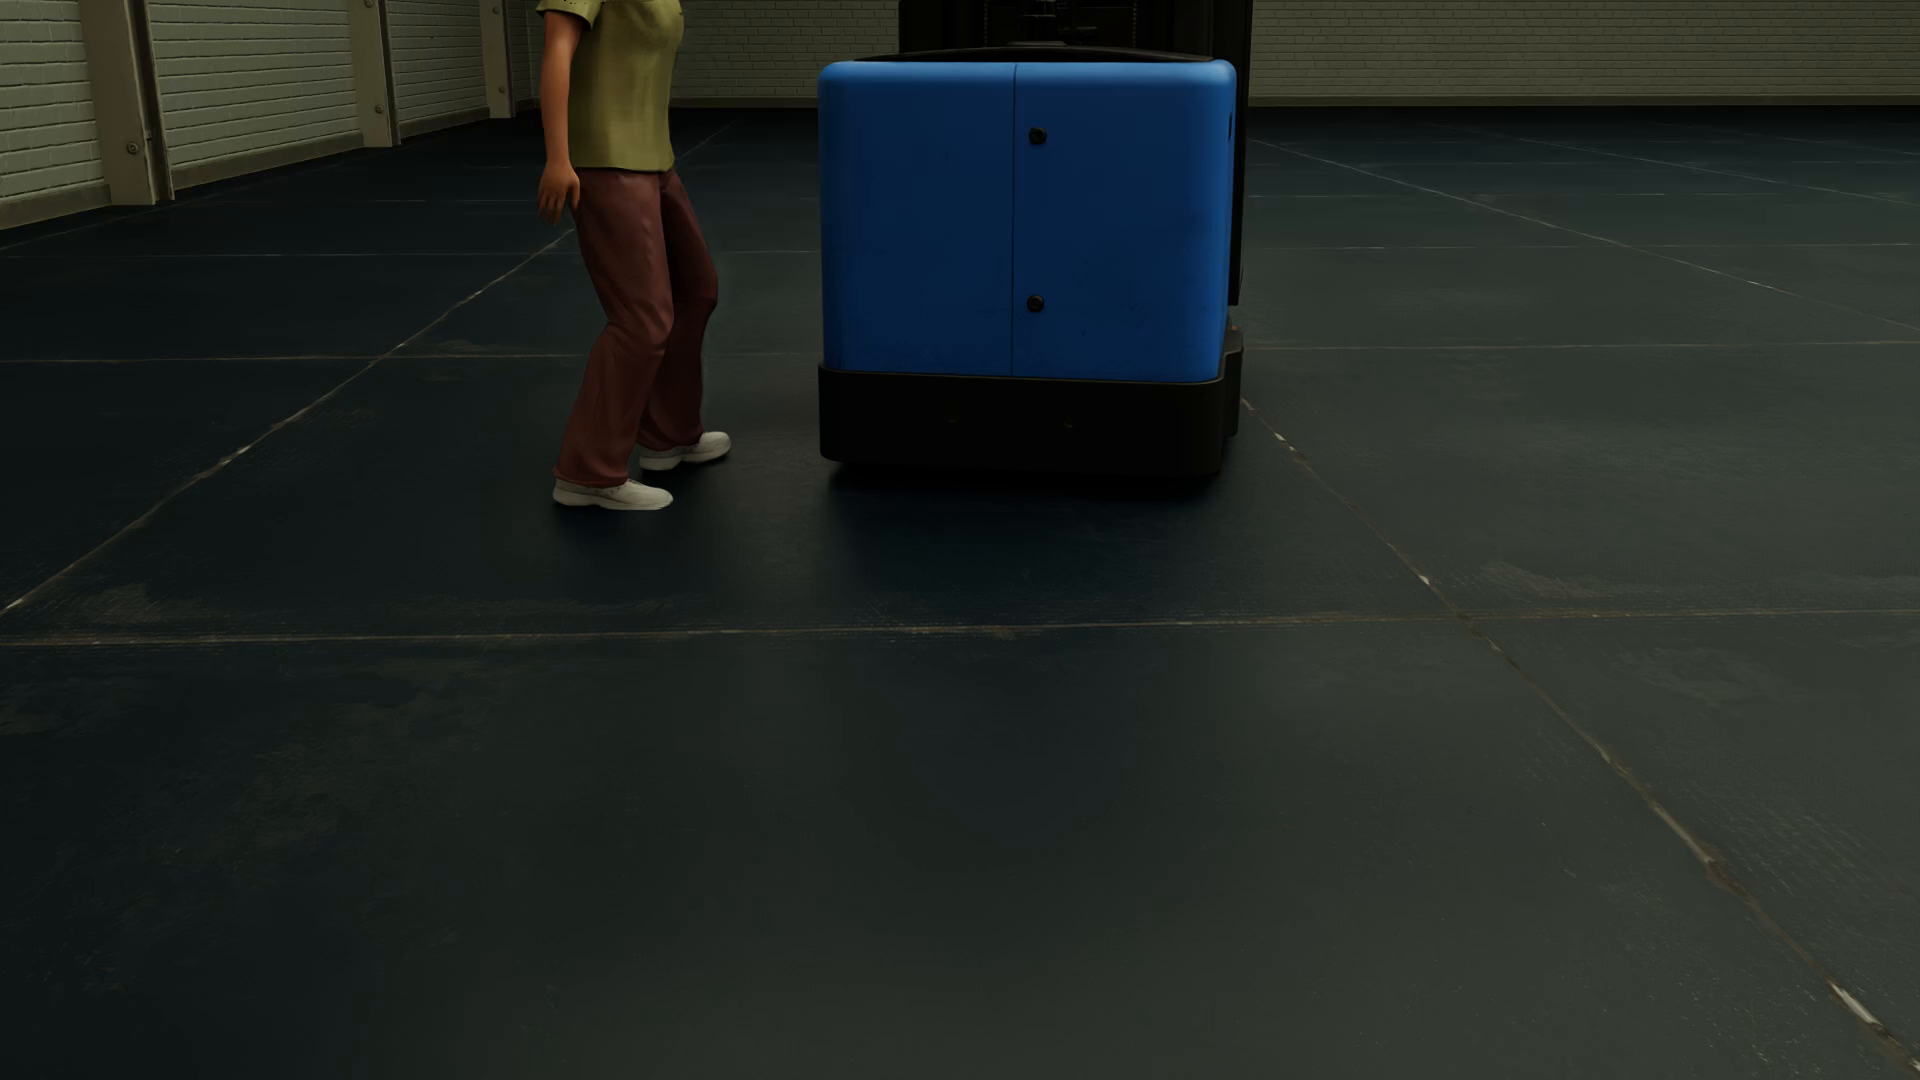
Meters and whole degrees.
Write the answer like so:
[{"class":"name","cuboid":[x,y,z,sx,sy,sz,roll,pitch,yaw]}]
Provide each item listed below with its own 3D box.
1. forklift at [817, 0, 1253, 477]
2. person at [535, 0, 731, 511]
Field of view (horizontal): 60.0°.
[{"class":"forklift","cuboid":[0.396,-1.948,5.274,1.130,2.935,3.031,3,17,10]},{"class":"person","cuboid":[-0.833,-0.904,4.102,0.391,1.645,0.801,1,17,2]}]
